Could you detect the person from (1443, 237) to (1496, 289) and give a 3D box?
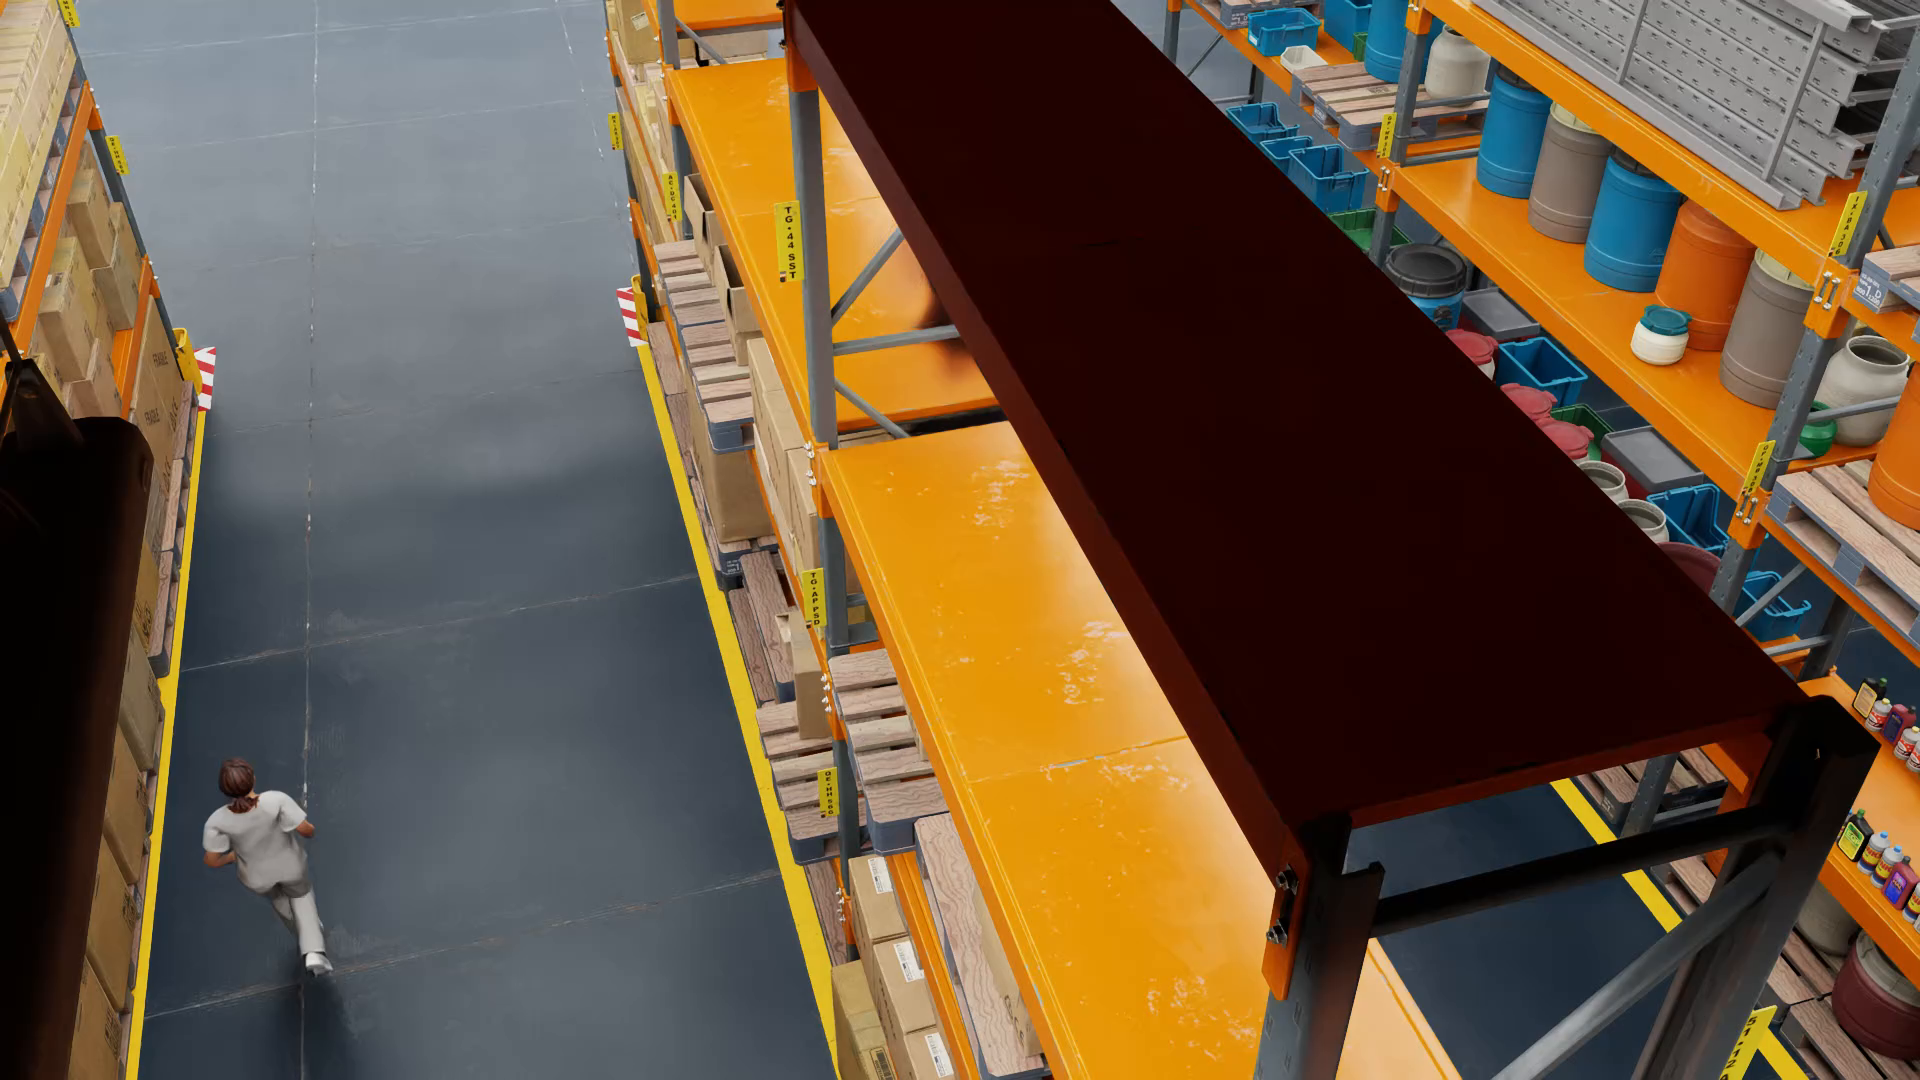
[{"bbox_3d":[4.827,-3.014,15.290,0.671,1.680,0.715,-31,48,-33],"label":"person"}]

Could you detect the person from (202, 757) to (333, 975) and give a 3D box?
[{"bbox_3d":[-3.800,1.857,9.191,0.569,1.628,0.659,-19,42,-22],"label":"person"}]
